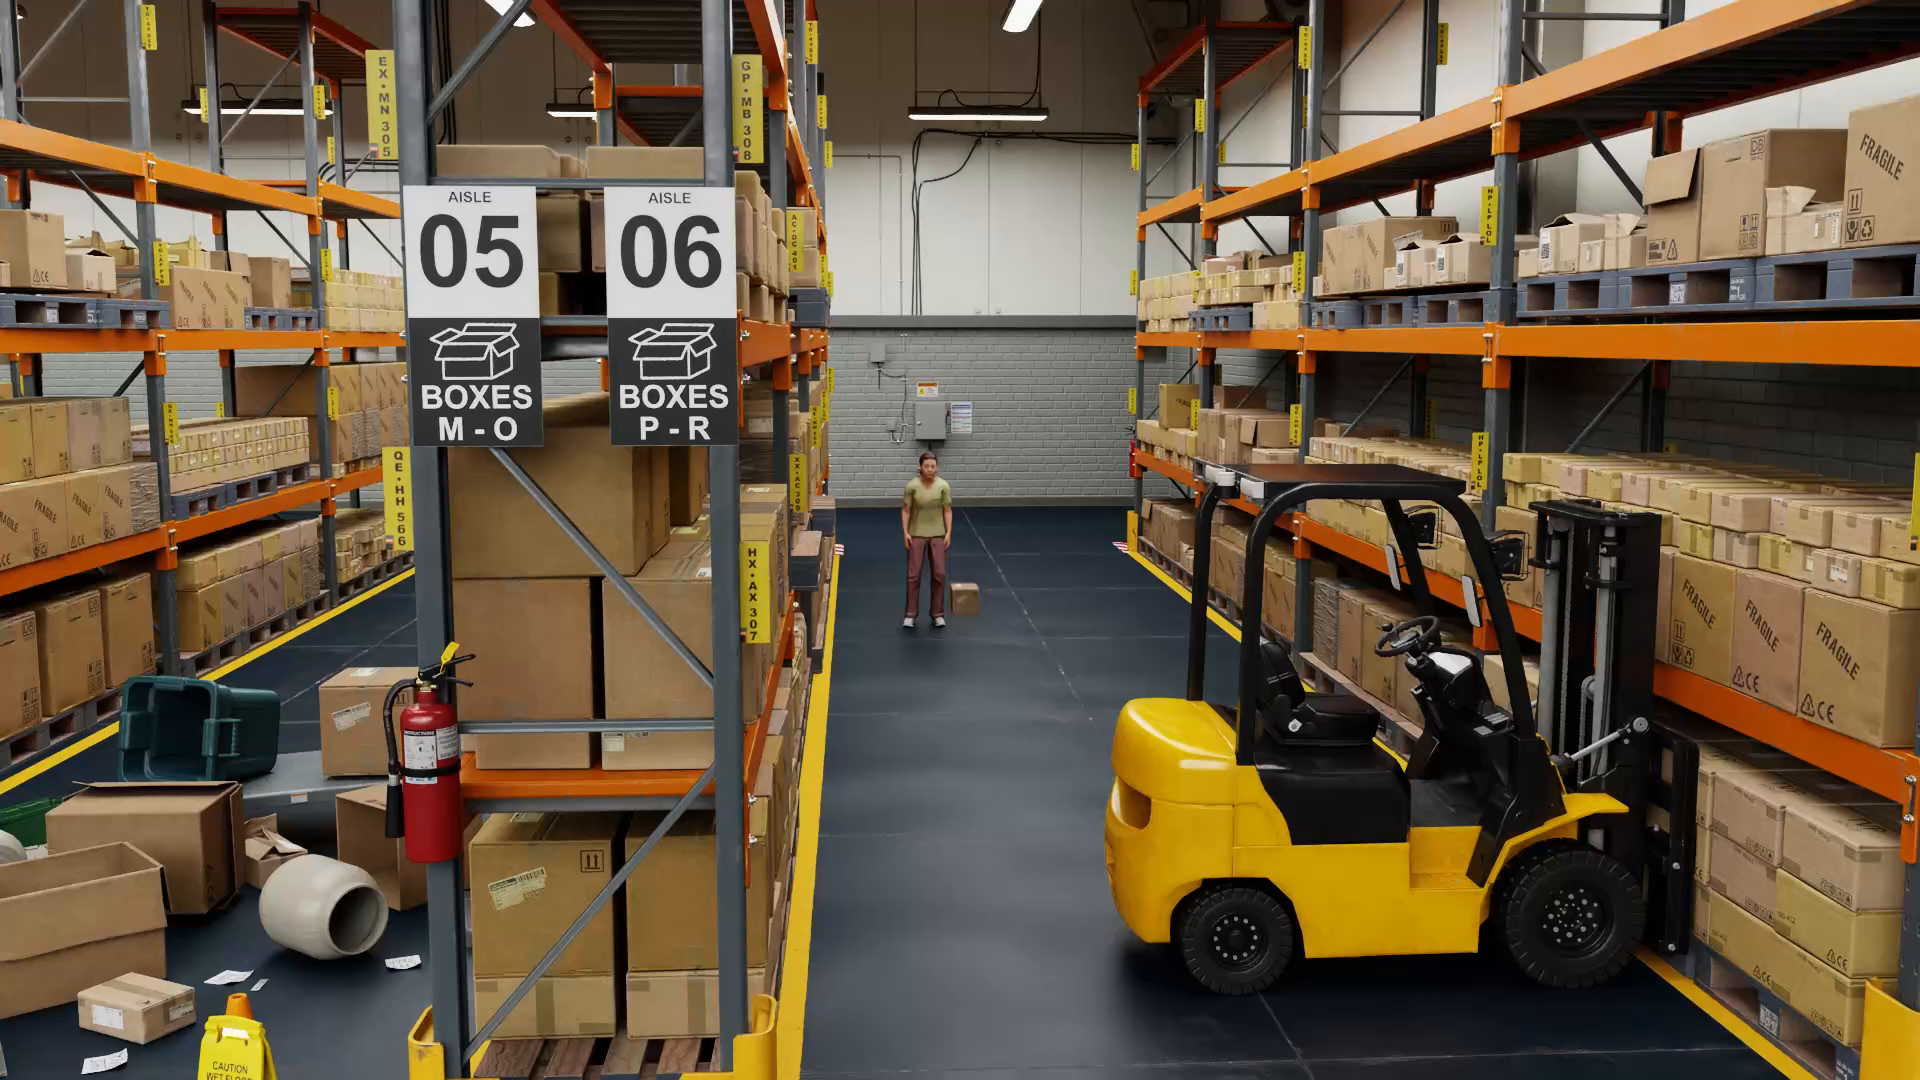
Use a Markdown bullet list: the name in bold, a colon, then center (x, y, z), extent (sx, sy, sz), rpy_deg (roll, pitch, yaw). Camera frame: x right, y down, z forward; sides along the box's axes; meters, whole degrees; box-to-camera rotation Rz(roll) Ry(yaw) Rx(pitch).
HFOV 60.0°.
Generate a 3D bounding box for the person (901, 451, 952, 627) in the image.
- **person**: center (-0.312, -0.015, 15.873), extent (0.488, 1.674, 0.357), rpy_deg (-1, 7, -6)
